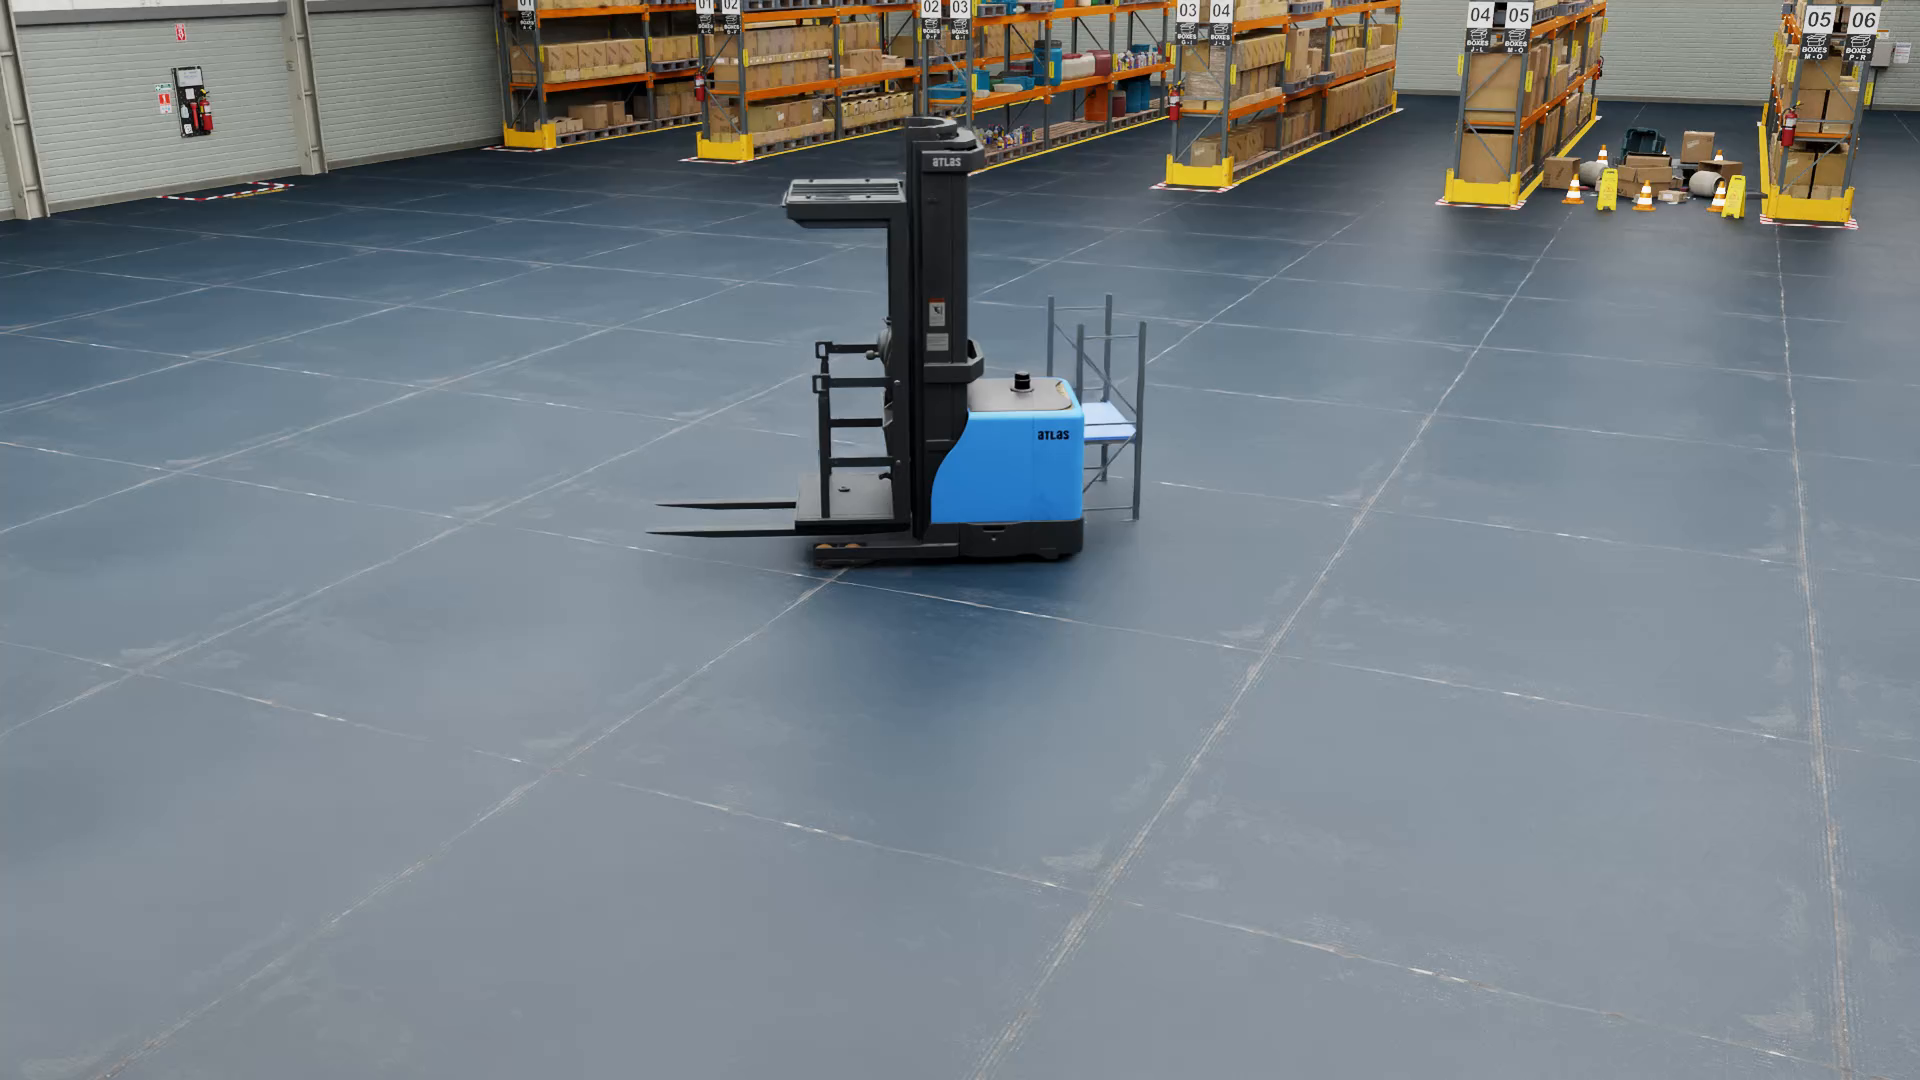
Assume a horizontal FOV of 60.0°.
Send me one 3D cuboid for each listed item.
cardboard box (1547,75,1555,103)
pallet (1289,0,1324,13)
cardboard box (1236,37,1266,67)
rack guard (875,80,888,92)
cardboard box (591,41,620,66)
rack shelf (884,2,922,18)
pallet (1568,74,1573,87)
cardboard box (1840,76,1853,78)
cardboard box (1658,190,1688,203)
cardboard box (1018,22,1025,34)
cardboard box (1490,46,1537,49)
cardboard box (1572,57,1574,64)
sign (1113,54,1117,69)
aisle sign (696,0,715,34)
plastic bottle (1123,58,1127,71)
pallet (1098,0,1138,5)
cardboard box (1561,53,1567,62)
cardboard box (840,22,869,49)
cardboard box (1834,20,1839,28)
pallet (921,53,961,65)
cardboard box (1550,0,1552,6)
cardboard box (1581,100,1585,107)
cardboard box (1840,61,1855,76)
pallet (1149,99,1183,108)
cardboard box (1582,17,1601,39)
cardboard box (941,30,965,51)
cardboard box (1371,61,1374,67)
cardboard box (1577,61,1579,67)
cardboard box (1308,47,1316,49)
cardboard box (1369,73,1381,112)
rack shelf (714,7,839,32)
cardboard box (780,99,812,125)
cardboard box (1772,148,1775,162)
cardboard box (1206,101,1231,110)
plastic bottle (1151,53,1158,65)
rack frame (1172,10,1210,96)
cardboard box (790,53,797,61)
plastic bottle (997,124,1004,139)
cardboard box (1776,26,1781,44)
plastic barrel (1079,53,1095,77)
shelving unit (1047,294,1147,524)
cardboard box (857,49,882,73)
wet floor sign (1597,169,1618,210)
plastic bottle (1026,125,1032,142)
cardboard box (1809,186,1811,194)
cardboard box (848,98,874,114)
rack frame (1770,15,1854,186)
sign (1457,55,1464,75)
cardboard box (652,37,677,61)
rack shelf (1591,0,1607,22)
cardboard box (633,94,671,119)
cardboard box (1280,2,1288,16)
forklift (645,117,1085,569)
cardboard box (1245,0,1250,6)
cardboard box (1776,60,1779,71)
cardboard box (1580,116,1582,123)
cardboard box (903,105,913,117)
[{"bbox_3d":[10.868,-8.504,31.254,0.500,0.500,0.500,9,21,23],"label":"cardboard box"},{"bbox_3d":[6.695,-10.860,33.834,1.213,0.211,1.003,9,21,23],"label":"pallet"},{"bbox_3d":[5.373,-9.069,30.908,0.500,0.500,0.500,9,21,23],"label":"cardboard box"},{"bbox_3d":[-2.710,-13.581,49.411,1.175,0.500,0.348,9,21,23],"label":"rack guard"},{"bbox_3d":[-7.960,-10.882,37.167,0.500,0.500,0.500,8,21,21],"label":"cardboard box"},{"bbox_3d":[-0.656,-13.313,41.524,1.077,0.370,4.000,9,21,23],"label":"rack shelf"},{"bbox_3d":[12.240,-9.697,35.047,1.213,0.211,1.003,9,21,23],"label":"pallet"},{"bbox_3d":[15.009,-7.702,28.555,0.500,0.500,0.500,8,21,21],"label":"cardboard box"},{"bbox_3d":[12.020,-5.796,28.044,0.250,0.149,0.380,-14,24,-33],"label":"cardboard box"},{"bbox_3d":[1.456,-14.104,45.508,0.500,0.500,0.500,9,22,24],"label":"cardboard box"},{"bbox_3d":[9.549,-8.311,29.025,0.875,0.550,0.500,9,21,23],"label":"cardboard box"},{"bbox_3d":[13.059,-10.372,35.962,0.380,0.149,0.250,9,22,25],"label":"cardboard box"},{"bbox_3d":[3.547,-10.950,38.039,0.100,0.325,0.005,9,21,23],"label":"sign"},{"bbox_3d":[-5.046,-10.427,32.931,0.394,0.787,0.004,9,21,23],"label":"aisle sign"},{"bbox_3d":[3.895,-11.226,39.233,0.061,0.283,0.133,9,21,23],"label":"plastic bottle"},{"bbox_3d":[3.445,-12.491,38.421,1.003,0.211,1.213,9,21,23],"label":"pallet"},{"bbox_3d":[12.413,-10.031,34.559,0.380,0.149,0.250,9,21,23],"label":"cardboard box"},{"bbox_3d":[-3.207,-14.512,47.849,0.980,0.700,0.700,8,21,22],"label":"cardboard box"},{"bbox_3d":[14.393,-8.381,26.958,0.380,0.149,0.250,8,21,22],"label":"cardboard box"},{"bbox_3d":[-0.683,-12.132,41.892,1.003,0.211,1.213,9,21,23],"label":"pallet"},{"bbox_3d":[10.134,-9.407,29.065,0.380,0.149,0.250,9,21,24],"label":"cardboard box"},{"bbox_3d":[14.503,-10.300,39.193,0.380,0.149,0.250,9,21,24],"label":"cardboard box"},{"bbox_3d":[15.418,-8.173,29.255,0.500,0.500,0.500,9,22,24],"label":"cardboard box"},{"bbox_3d":[5.445,-11.460,43.877,1.003,0.211,1.213,9,21,23],"label":"pallet"},{"bbox_3d":[15.153,-12.330,40.078,0.500,0.500,0.500,8,21,21],"label":"cardboard box"},{"bbox_3d":[-0.235,-12.981,43.217,0.700,0.500,0.500,2,20,4],"label":"cardboard box"},{"bbox_3d":[9.839,-11.577,40.420,0.380,0.149,0.250,9,22,24],"label":"cardboard box"},{"bbox_3d":[13.595,-10.630,37.129,0.380,0.149,0.250,9,21,23],"label":"cardboard box"},{"bbox_3d":[7.377,-10.341,35.795,0.500,0.500,0.500,6,20,16],"label":"cardboard box"},{"bbox_3d":[9.911,-11.152,41.395,0.875,0.875,0.875,9,21,23],"label":"cardboard box"},{"bbox_3d":[-3.932,-10.867,34.647,1.077,0.370,4.000,9,21,23],"label":"rack shelf"},{"bbox_3d":[-3.520,-9.184,35.674,0.500,0.500,0.500,9,21,23],"label":"cardboard box"},{"bbox_3d":[15.468,-7.025,30.541,0.950,0.372,0.625,10,22,26],"label":"cardboard box"},{"bbox_3d":[4.620,-7.757,29.680,0.380,0.149,0.250,9,21,23],"label":"cardboard box"},{"bbox_3d":[4.814,-11.946,41.268,0.152,0.276,0.135,9,21,23],"label":"plastic bottle"},{"bbox_3d":[6.319,-13.392,45.149,1.000,3.000,0.127,9,21,23],"label":"rack frame"},{"bbox_3d":[-3.656,-10.175,34.986,0.380,0.149,0.250,9,22,24],"label":"cardboard box"},{"bbox_3d":[0.827,-8.473,34.615,0.144,0.351,0.185,9,21,23],"label":"plastic bottle"},{"bbox_3d":[19.422,-11.763,38.927,0.500,0.500,0.500,8,21,21],"label":"cardboard box"},{"bbox_3d":[2.816,-10.655,37.287,0.421,0.512,0.421,0,20,0],"label":"plastic barrel"},{"bbox_3d":[1.004,-1.008,12.565,0.538,1.500,1.048,-3,20,-8],"label":"shelving unit"},{"bbox_3d":[-2.147,-11.159,38.721,0.500,0.500,0.500,7,21,20],"label":"cardboard box"},{"bbox_3d":[10.564,-5.720,27.090,0.267,0.644,0.232,5,20,13],"label":"wet floor sign"},{"bbox_3d":[1.404,-8.446,34.539,0.144,0.351,0.185,8,21,21],"label":"plastic bottle"},{"bbox_3d":[14.125,-5.728,27.074,0.500,0.250,0.500,9,22,25],"label":"cardboard box"},{"bbox_3d":[-2.296,-9.974,38.177,0.500,0.311,0.500,8,21,21],"label":"cardboard box"},{"bbox_3d":[14.964,-7.684,29.099,1.000,3.000,0.127,9,21,23],"label":"rack frame"},{"bbox_3d":[8.280,-7.846,27.472,0.100,0.325,0.005,9,21,23],"label":"sign"},{"bbox_3d":[-7.159,-11.658,39.468,0.700,0.500,0.500,11,22,28],"label":"cardboard box"},{"bbox_3d":[14.502,-12.464,39.136,1.077,0.370,4.000,9,21,23],"label":"rack shelf"},{"bbox_3d":[-7.347,-10.340,39.641,0.700,0.500,0.500,9,22,25],"label":"cardboard box"},{"bbox_3d":[5.975,-10.212,31.953,0.500,0.250,0.500,9,22,25],"label":"cardboard box"},{"bbox_3d":[-0.680,-1.367,11.439,3.031,2.935,1.130,-1,20,-3],"label":"forklift"},{"bbox_3d":[4.971,-9.638,29.745,0.380,0.149,0.250,9,22,25],"label":"cardboard box"},{"bbox_3d":[17.803,-10.199,35.648,0.500,0.250,0.500,8,21,21],"label":"cardboard box"},{"bbox_3d":[14.234,-9.781,38.624,0.380,0.149,0.250,9,22,24],"label":"cardboard box"},{"bbox_3d":[-1.468,-10.335,40.031,0.500,0.250,0.500,9,22,24],"label":"cardboard box"}]
